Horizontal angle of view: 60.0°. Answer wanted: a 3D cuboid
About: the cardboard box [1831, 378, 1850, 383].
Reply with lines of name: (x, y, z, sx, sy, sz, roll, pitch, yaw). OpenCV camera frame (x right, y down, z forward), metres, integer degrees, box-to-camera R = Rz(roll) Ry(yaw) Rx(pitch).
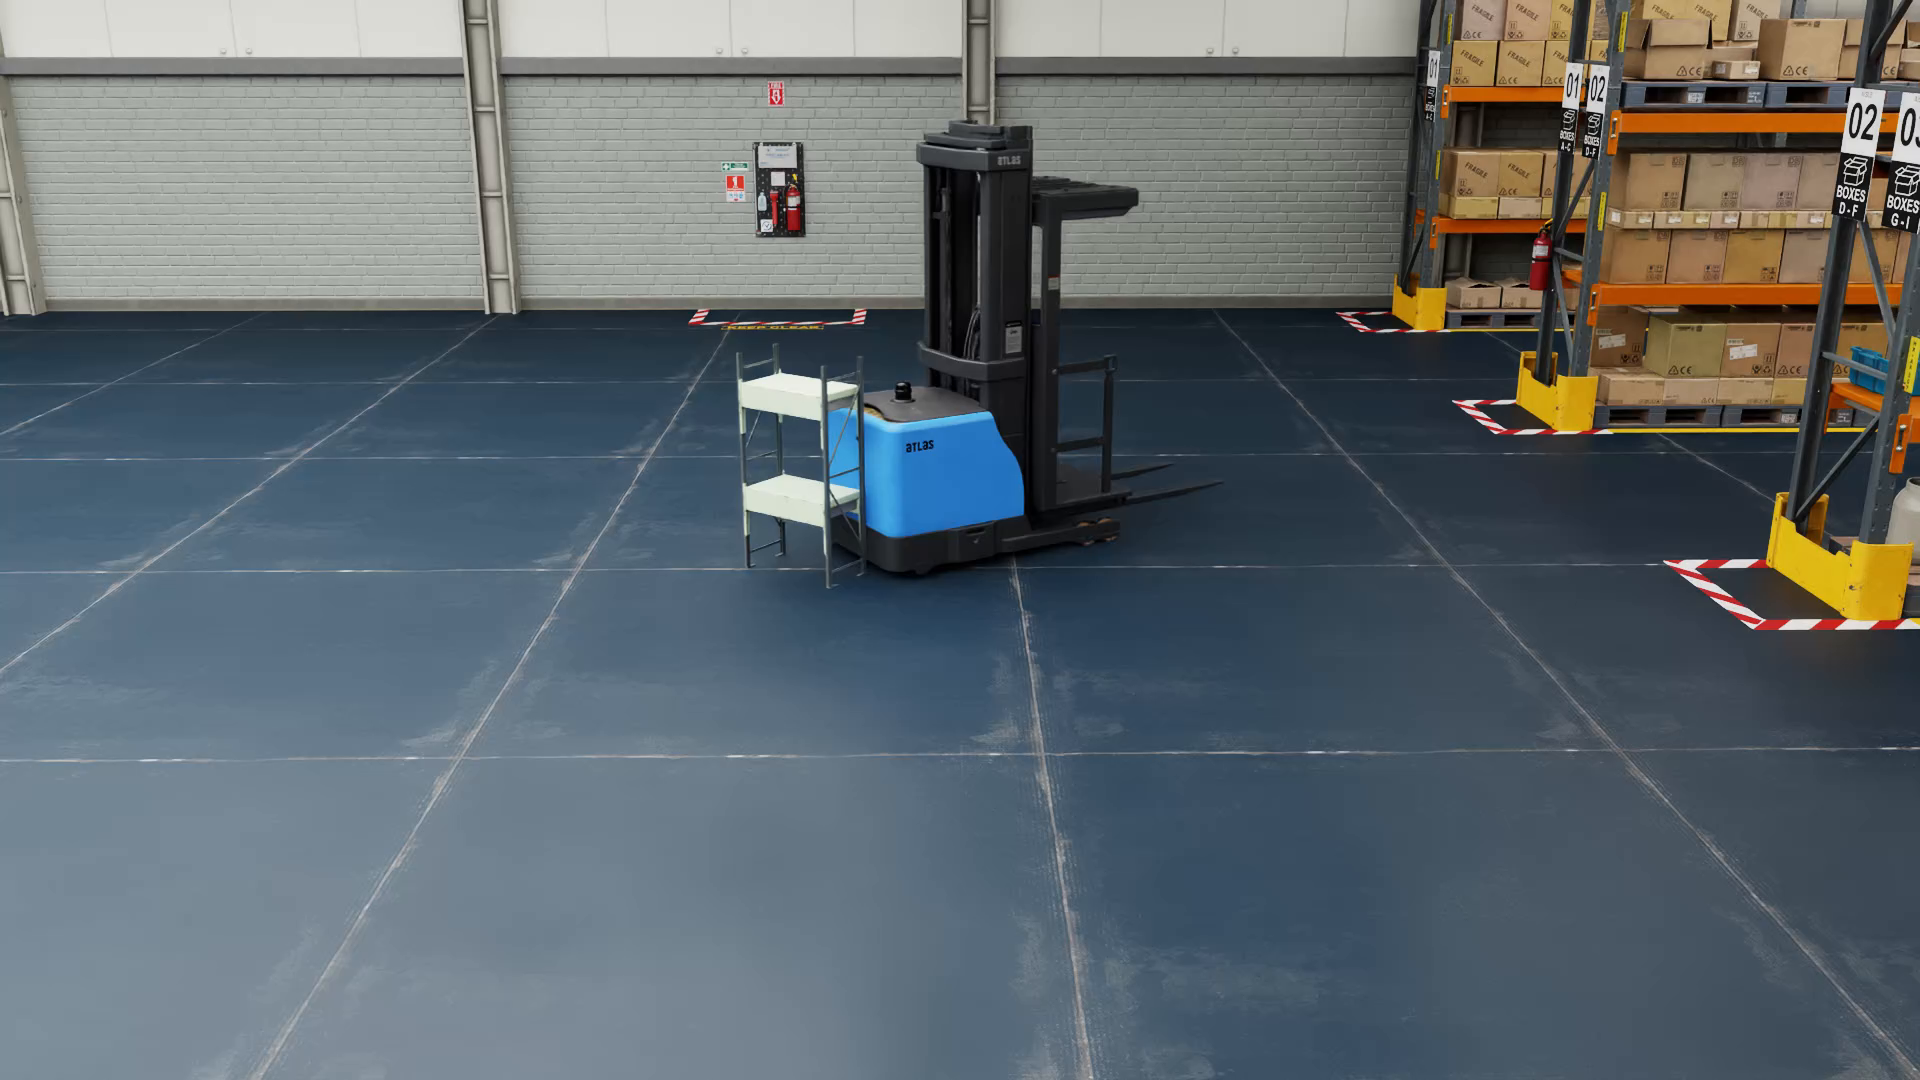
cardboard box: (8.156, -1.432, 15.414, 0.500, 0.250, 0.500, 0, 18, -1)

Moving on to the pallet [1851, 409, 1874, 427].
pallet: (8.821, -1.298, 15.747, 1.213, 0.211, 1.003, 0, 18, -1)

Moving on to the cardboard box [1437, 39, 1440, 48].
cardboard box: (5.948, -5.675, 19.720, 0.500, 0.500, 0.500, 1, 18, 3)

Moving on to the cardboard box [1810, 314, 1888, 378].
cardboard box: (8.156, -1.793, 15.312, 0.500, 0.500, 0.500, 0, 18, -1)

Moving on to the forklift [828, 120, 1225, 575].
forklift: (0.563, -1.478, 11.858, 3.031, 2.935, 1.130, -11, 21, -30)

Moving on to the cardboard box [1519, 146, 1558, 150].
cardboard box: (7.023, -4.476, 20.074, 0.500, 0.500, 0.500, -1, 18, -2)

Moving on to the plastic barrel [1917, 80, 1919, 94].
plastic barrel: (6.175, -2.958, 10.057, 0.708, 0.830, 0.600, 0, 18, -1)

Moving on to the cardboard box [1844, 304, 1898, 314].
cardboard box: (8.648, -1.953, 15.810, 0.500, 0.500, 0.500, 0, 18, -1)

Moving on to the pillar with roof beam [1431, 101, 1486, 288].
pillar with roof beam: (6.289, -5.919, 15.768, 0.400, 9.000, 9.100, 0, 18, -1)

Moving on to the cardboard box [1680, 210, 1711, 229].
cardboard box: (6.526, -2.893, 14.928, 0.250, 0.149, 0.380, 0, 18, -1)

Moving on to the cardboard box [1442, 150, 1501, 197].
cardboard box: (6.017, -4.316, 19.576, 0.500, 0.500, 0.500, 0, 18, -1)

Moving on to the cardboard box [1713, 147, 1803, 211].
cardboard box: (7.167, -3.268, 15.037, 0.500, 0.500, 0.700, 0, 18, -1)

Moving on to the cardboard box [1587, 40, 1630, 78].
cardboard box: (7.465, -5.525, 19.254, 0.500, 0.500, 0.500, 1, 18, 3)

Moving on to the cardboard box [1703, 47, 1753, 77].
cardboard box: (6.764, -4.307, 14.980, 0.500, 0.250, 0.500, 0, 18, -1)

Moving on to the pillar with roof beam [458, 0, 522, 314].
pillar with roof beam: (-5.709, -5.862, 15.588, 0.400, 9.000, 9.100, 0, 18, -1)

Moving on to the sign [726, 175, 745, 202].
sign: (-2.804, -4.394, 20.777, 0.234, 0.329, 0.001, 0, 18, -1)

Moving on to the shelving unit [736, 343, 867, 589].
shelving unit: (-1.059, -0.504, 11.165, 0.755, 1.500, 0.431, 12, 22, 34)

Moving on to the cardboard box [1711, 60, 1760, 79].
cardboard box: (6.796, -4.124, 14.577, 0.250, 0.149, 0.380, 0, 18, -1)

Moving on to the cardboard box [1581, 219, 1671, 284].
cardboard box: (6.084, -2.643, 15.212, 0.500, 0.500, 0.700, 0, 18, -1)

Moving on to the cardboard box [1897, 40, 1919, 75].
cardboard box: (8.569, -4.344, 14.998, 0.500, 0.311, 0.500, -1, 18, -4)

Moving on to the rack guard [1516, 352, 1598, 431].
rack guard: (5.593, -1.407, 15.614, 0.348, 0.500, 1.175, 0, 18, -1)

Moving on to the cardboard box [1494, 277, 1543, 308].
cardboard box: (6.798, -3.018, 20.226, 0.500, 0.311, 0.500, 1, 18, 4)

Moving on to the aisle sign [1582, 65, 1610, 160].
aisle sign: (5.556, -3.741, 14.543, 0.004, 0.787, 0.394, 0, 18, -1)

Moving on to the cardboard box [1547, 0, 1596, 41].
cardboard box: (6.939, -5.992, 19.072, 0.500, 0.500, 0.500, 0, 18, 1)

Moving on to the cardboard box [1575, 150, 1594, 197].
cardboard box: (7.544, -4.322, 19.594, 0.500, 0.500, 0.500, 0, 18, 1)

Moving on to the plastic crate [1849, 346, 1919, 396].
plastic crate: (6.187, -1.107, 10.832, 0.616, 0.251, 0.499, 0, 18, -1)

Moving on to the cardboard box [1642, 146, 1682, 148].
cardboard box: (8.544, -4.485, 20.102, 0.500, 0.500, 0.500, 0, 18, -1)

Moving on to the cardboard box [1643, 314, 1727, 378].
cardboard box: (6.657, -1.783, 15.280, 0.500, 0.500, 0.500, 0, 18, -1)

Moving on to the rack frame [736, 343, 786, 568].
rack frame: (-1.356, -0.570, 11.368, 0.023, 1.500, 0.400, 12, 22, 34)

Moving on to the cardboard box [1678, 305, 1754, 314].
cardboard box: (7.148, -1.948, 15.795, 0.500, 0.500, 0.500, 0, 18, -1)

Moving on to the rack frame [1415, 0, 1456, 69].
rack frame: (5.535, -6.967, 19.033, 0.127, 3.000, 1.000, 0, 18, -1)

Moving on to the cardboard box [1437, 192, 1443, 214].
cardboard box: (5.999, -4.110, 20.161, 0.500, 0.250, 0.500, 0, 18, 0)

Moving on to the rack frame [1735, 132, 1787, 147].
rack frame: (9.534, -4.129, 20.009, 0.127, 3.000, 1.000, 0, 18, -1)

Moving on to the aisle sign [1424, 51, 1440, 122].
aisle sign: (5.468, -5.256, 19.265, 0.004, 0.787, 0.394, 0, 18, -1)

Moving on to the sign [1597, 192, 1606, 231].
sign: (5.620, -2.877, 14.560, 0.005, 0.325, 0.100, 0, 18, -1)

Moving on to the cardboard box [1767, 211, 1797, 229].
cardboard box: (7.300, -2.897, 14.941, 0.250, 0.149, 0.380, -1, 18, -2)

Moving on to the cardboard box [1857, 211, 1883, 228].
cardboard box: (8.078, -2.900, 14.953, 0.250, 0.149, 0.380, 0, 18, 1)

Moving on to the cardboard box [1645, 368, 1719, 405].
cardboard box: (6.657, -1.426, 15.396, 0.500, 0.250, 0.500, 0, 18, -1)

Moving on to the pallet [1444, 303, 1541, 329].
pallet: (6.424, -2.776, 20.355, 1.213, 0.211, 1.003, 0, 18, -1)

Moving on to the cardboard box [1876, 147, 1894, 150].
cardboard box: (8.668, -3.275, 15.058, 0.500, 0.500, 0.700, 0, 18, -1)

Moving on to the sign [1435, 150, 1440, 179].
sign: (5.544, -4.357, 19.300, 0.005, 0.325, 0.100, 0, 18, -1)

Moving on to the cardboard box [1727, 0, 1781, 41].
cardboard box: (9.038, -6.006, 19.114, 0.500, 0.500, 0.500, -2, 18, -6)

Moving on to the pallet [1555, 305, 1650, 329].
pallet: (7.641, -2.781, 20.370, 1.213, 0.211, 1.003, 0, 18, -1)

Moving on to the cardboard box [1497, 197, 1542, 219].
cardboard box: (6.547, -3.960, 19.696, 0.500, 0.250, 0.500, -1, 18, -3)

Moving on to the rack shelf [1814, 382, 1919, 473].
rack shelf: (7.691, -0.751, 10.657, 4.000, 0.370, 1.077, 0, 18, -1)

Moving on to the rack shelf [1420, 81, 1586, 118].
rack shelf: (7.535, -5.205, 19.631, 4.000, 0.370, 1.077, 0, 18, -1)

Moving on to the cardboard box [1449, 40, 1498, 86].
cardboard box: (5.873, -5.521, 19.240, 0.500, 0.500, 0.500, 0, 18, 1)

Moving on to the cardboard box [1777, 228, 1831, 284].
cardboard box: (7.632, -2.651, 15.238, 0.500, 0.500, 0.700, 0, 18, 1)
